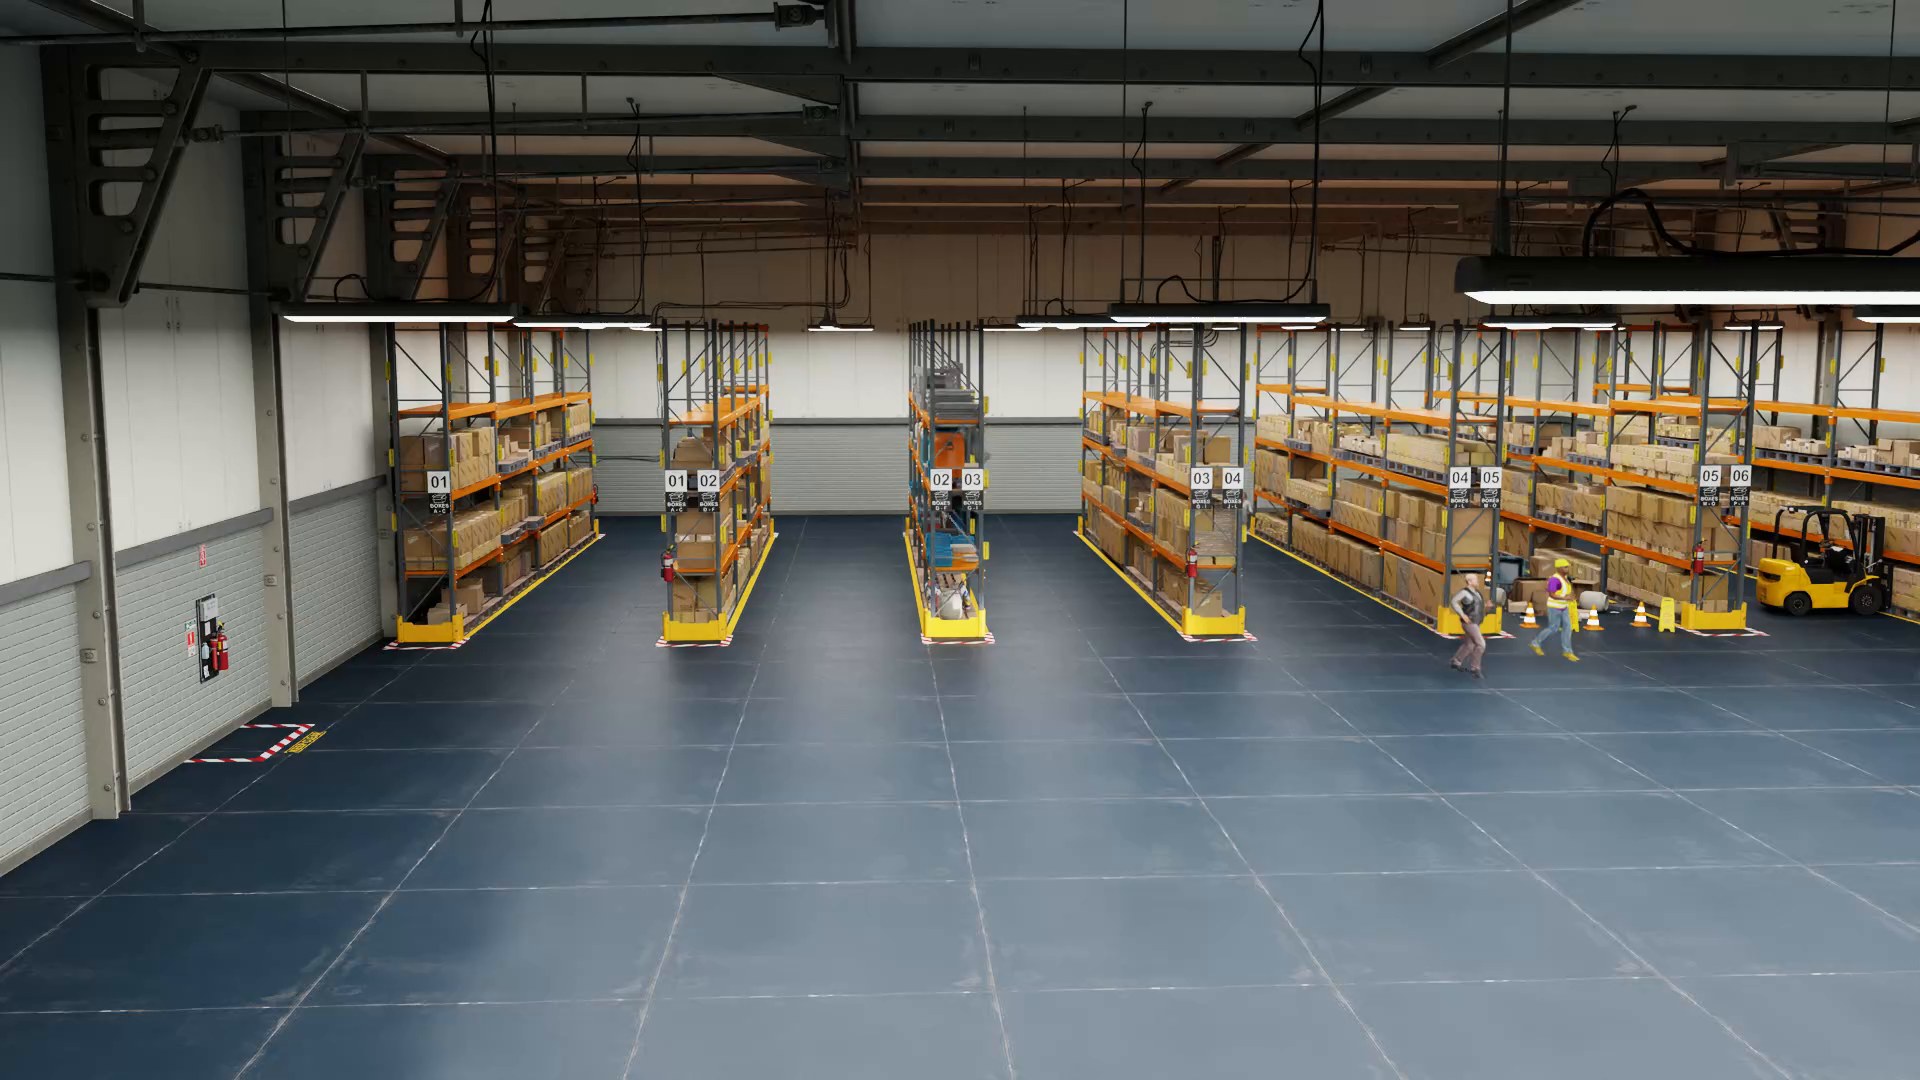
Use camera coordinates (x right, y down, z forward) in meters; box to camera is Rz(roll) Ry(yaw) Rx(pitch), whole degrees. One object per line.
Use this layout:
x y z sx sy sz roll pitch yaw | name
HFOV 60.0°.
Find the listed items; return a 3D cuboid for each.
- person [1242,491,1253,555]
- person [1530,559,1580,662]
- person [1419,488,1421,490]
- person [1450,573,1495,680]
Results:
7.403 -0.472 43.722 0.494 1.621 0.821 0 7 -2 | person
10.552 1.220 29.377 0.859 1.799 0.725 6 9 41 | person
13.729 -1.149 49.610 0.474 1.516 0.589 3 8 21 | person
8.556 1.443 27.816 0.731 1.780 0.639 5 9 35 | person
